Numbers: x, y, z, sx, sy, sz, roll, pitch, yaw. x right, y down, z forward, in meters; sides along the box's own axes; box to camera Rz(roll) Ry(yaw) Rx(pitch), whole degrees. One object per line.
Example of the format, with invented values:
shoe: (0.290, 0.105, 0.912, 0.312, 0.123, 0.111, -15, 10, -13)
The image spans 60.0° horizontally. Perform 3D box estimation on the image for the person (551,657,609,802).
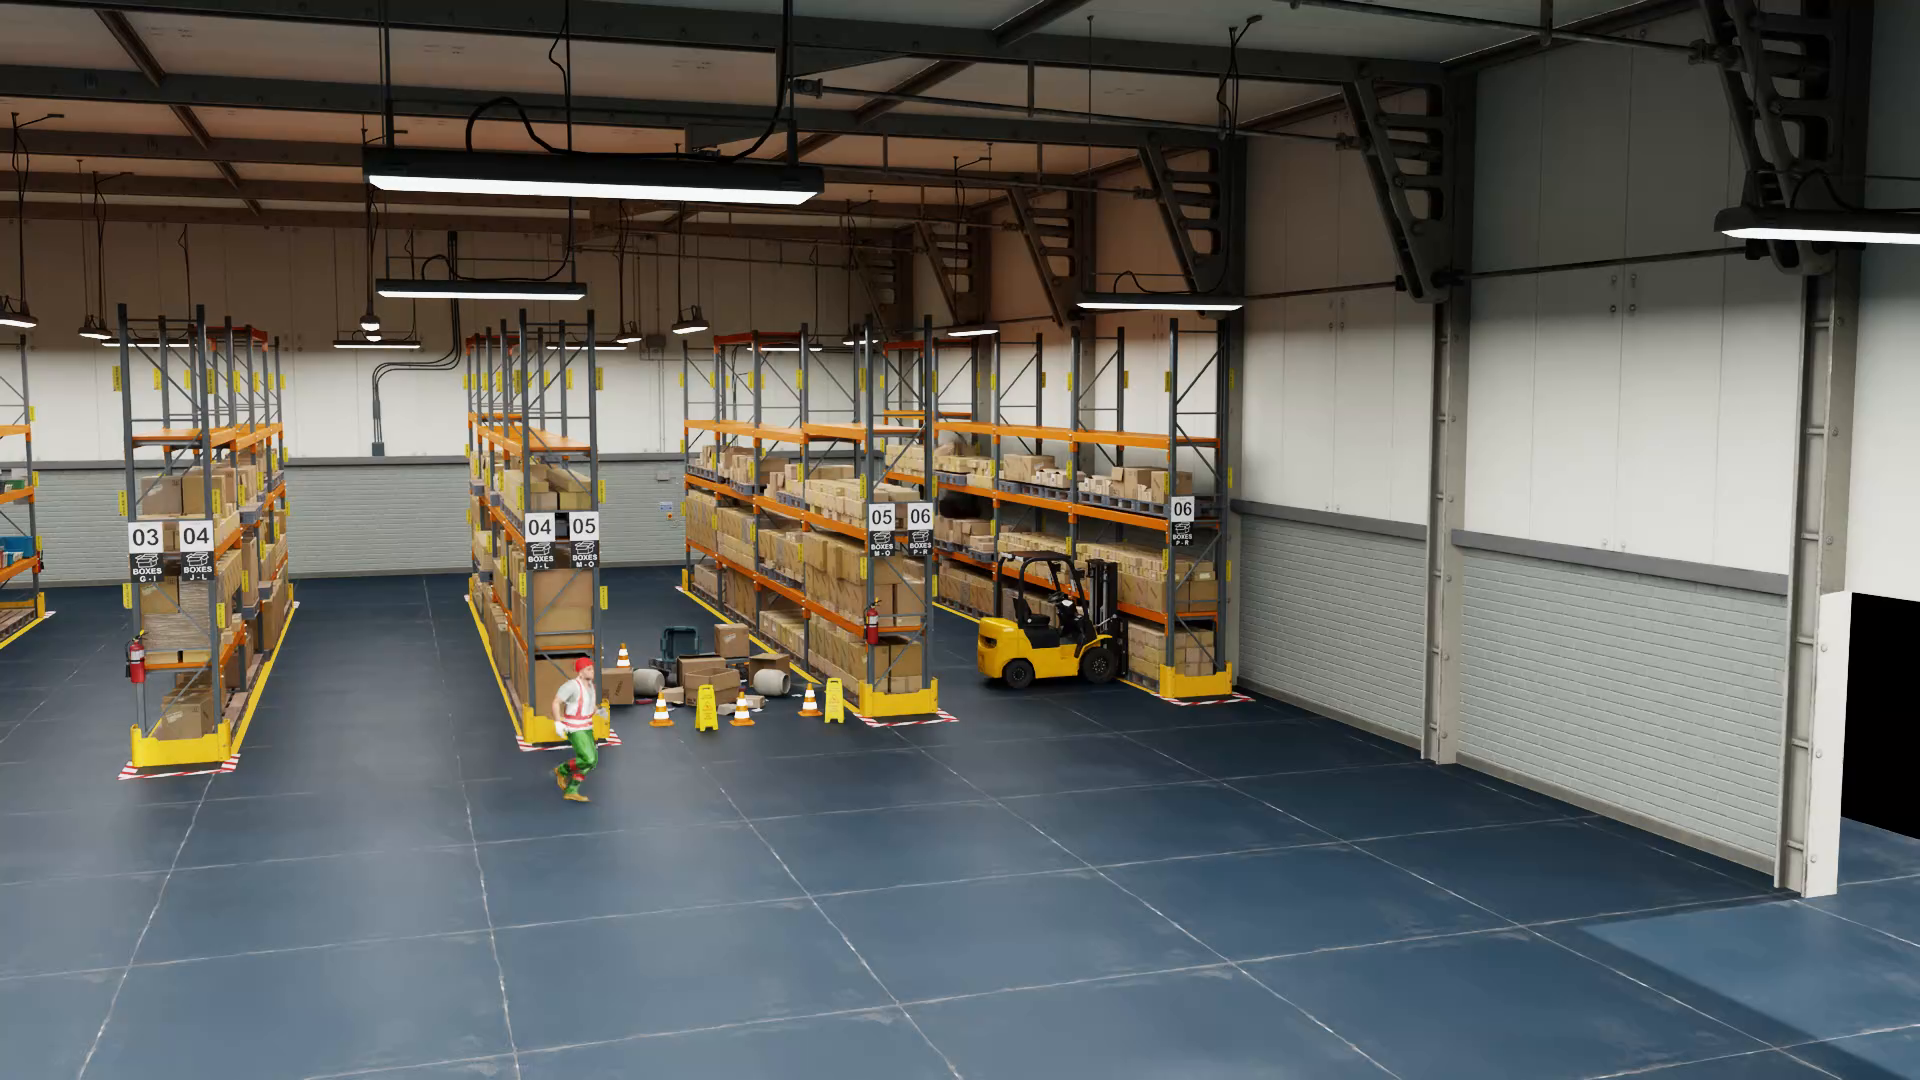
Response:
person: (-4.520, 2.262, 19.856, 0.638, 1.732, 0.660, 2, 6, 21)
